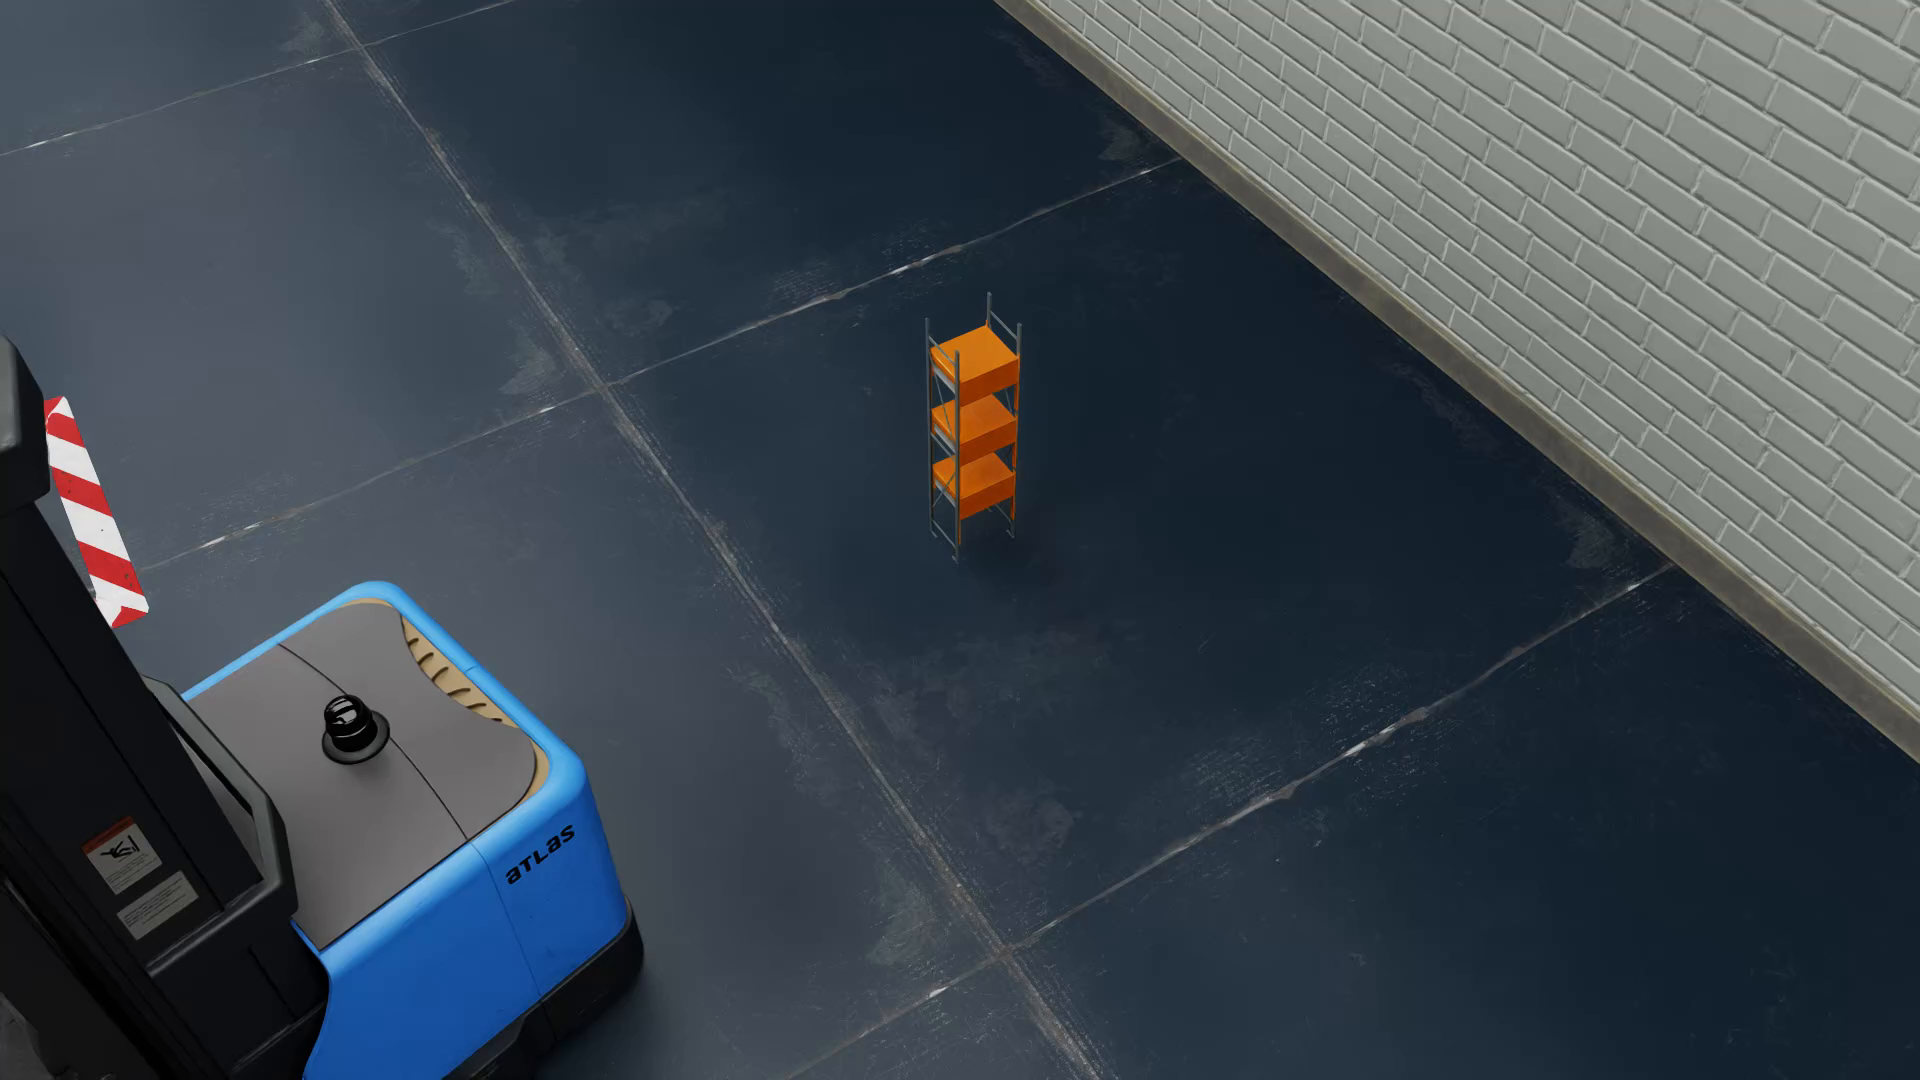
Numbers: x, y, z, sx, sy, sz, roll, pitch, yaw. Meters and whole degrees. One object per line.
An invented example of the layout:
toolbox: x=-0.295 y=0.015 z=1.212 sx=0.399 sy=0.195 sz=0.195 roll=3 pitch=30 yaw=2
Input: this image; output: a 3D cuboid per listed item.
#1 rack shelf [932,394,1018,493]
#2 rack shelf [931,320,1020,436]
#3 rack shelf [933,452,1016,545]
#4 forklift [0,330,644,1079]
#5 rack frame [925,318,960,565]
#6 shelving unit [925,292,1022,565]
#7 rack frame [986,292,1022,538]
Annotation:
rack shelf: x=0.045 y=-0.363 z=5.885 sx=0.240 sy=0.259 sz=0.215 roll=-25 pitch=53 yaw=-21
rack shelf: x=0.045 y=-0.552 z=5.673 sx=0.240 sy=0.259 sz=0.215 roll=-25 pitch=53 yaw=-21
rack shelf: x=0.045 y=-0.179 z=6.092 sx=0.240 sy=0.259 sz=0.215 roll=-25 pitch=53 yaw=-21
forklift: x=-2.343 y=0.871 z=3.512 sx=1.130 sy=2.935 sz=3.031 roll=36 pitch=57 yaw=28
rack frame: x=-0.058 y=-0.322 z=5.834 sx=0.008 sy=1.050 sz=0.200 roll=-25 pitch=53 yaw=-21
shelving unit: x=0.045 y=-0.370 z=5.877 sx=0.252 sy=1.050 sz=0.215 roll=-25 pitch=53 yaw=-21
rack frame: x=0.148 y=-0.419 z=5.920 sx=0.008 sy=1.050 sz=0.200 roll=-25 pitch=53 yaw=-21
